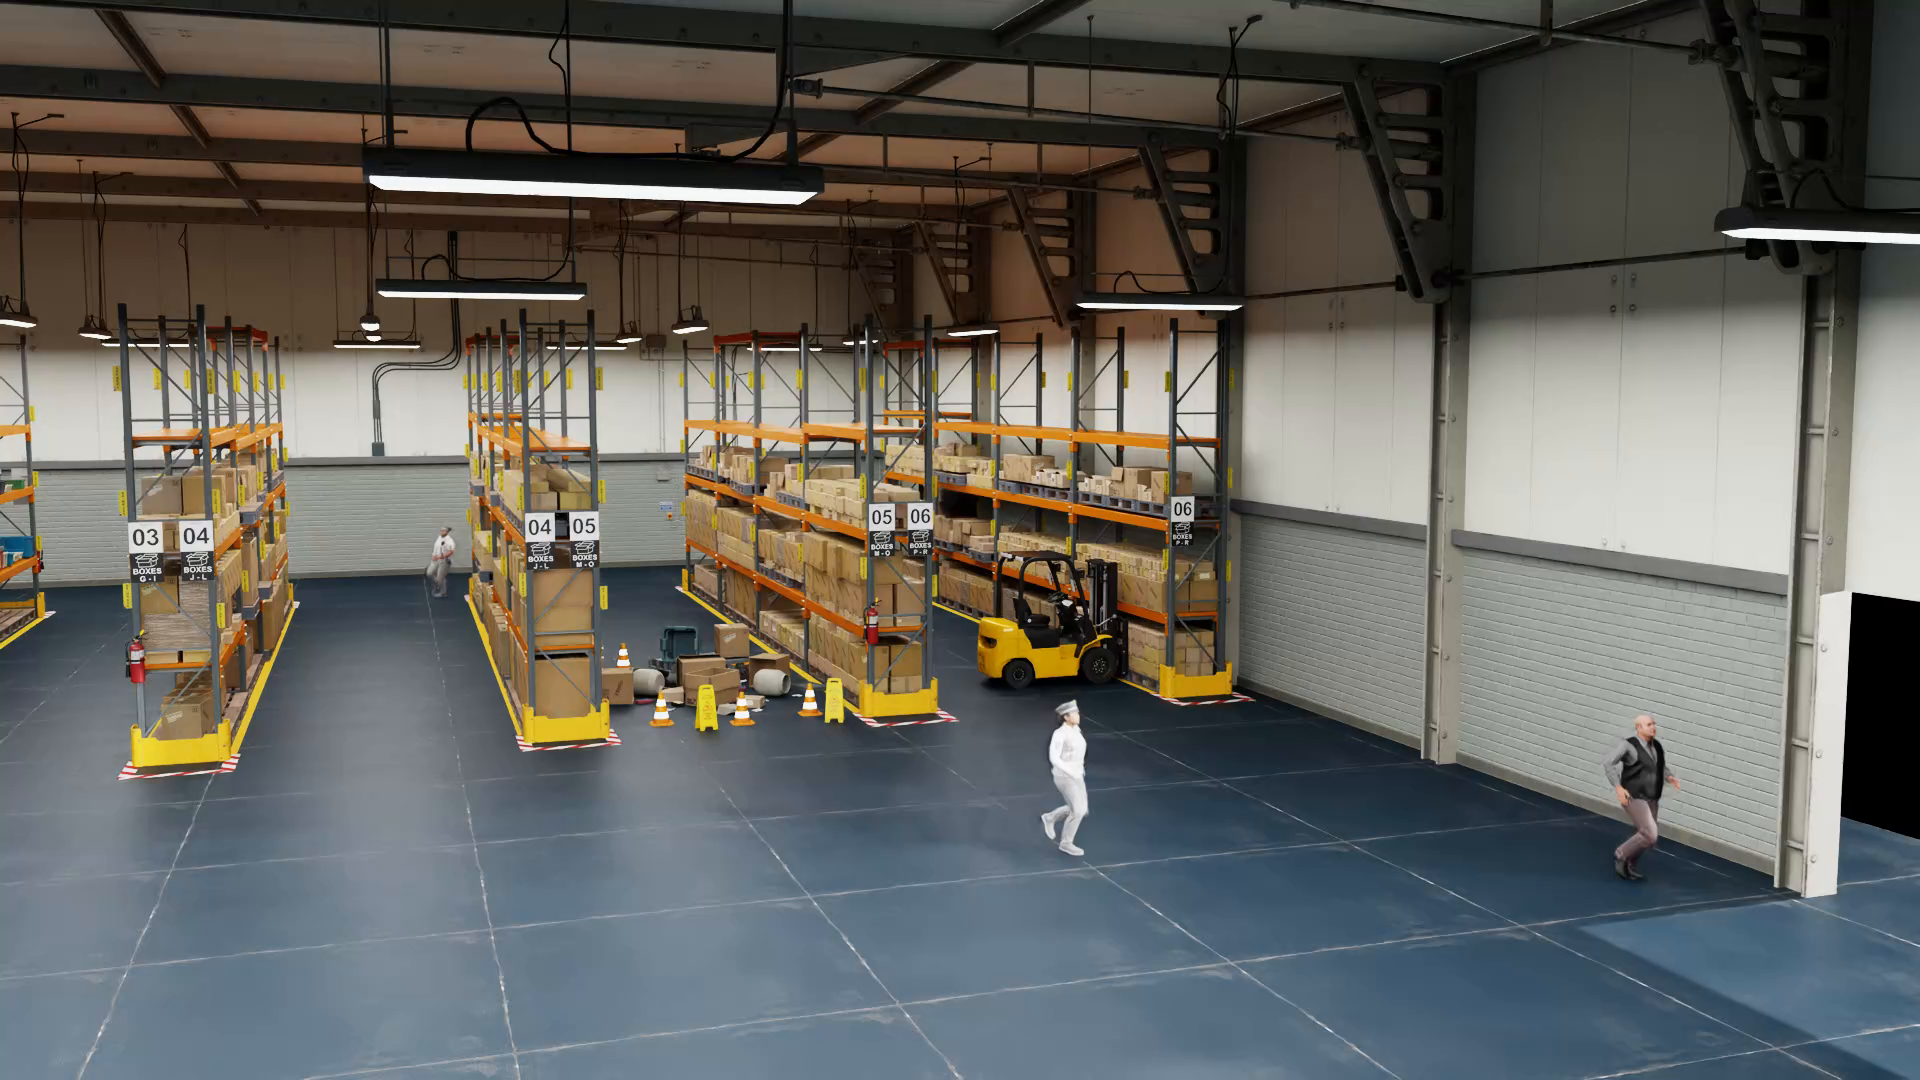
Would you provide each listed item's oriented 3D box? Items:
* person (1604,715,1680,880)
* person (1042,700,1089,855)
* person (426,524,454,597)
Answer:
[{"bbox_3d":[6.845,2.585,16.609,0.667,1.686,0.601,-3,6,-29],"label":"person"},{"bbox_3d":[1.119,2.513,17.727,0.548,1.642,0.652,3,6,26],"label":"person"},{"bbox_3d":[-12.031,0.486,38.549,0.680,1.711,0.609,3,6,30],"label":"person"}]
